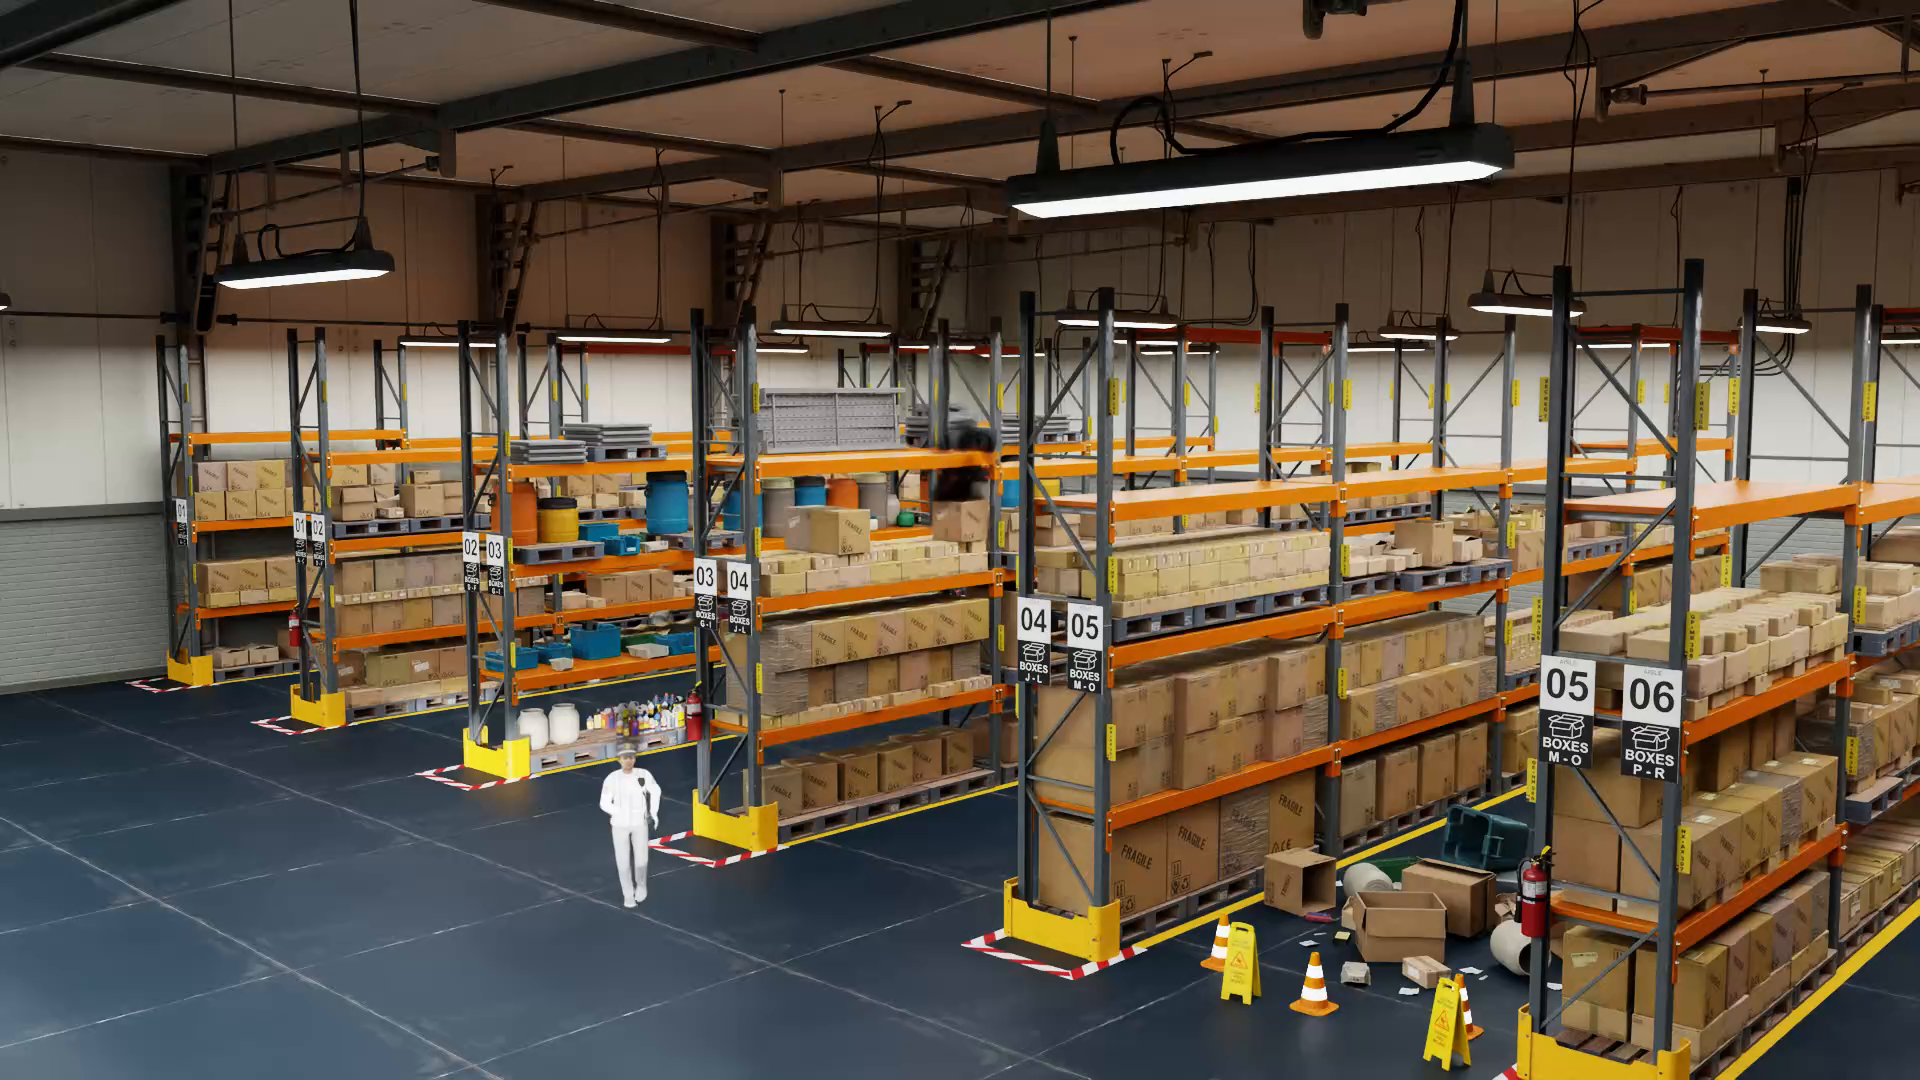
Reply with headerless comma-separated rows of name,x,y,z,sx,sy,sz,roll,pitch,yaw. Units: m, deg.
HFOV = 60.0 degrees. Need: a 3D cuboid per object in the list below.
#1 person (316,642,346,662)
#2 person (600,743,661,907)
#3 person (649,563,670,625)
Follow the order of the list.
person,-10.462,1.665,27.842,0.647,1.751,0.735,3,6,26
person,-3.218,2.809,16.293,0.595,1.647,0.584,-1,6,-13
person,-5.802,1.279,32.045,0.698,1.735,0.633,4,7,39
